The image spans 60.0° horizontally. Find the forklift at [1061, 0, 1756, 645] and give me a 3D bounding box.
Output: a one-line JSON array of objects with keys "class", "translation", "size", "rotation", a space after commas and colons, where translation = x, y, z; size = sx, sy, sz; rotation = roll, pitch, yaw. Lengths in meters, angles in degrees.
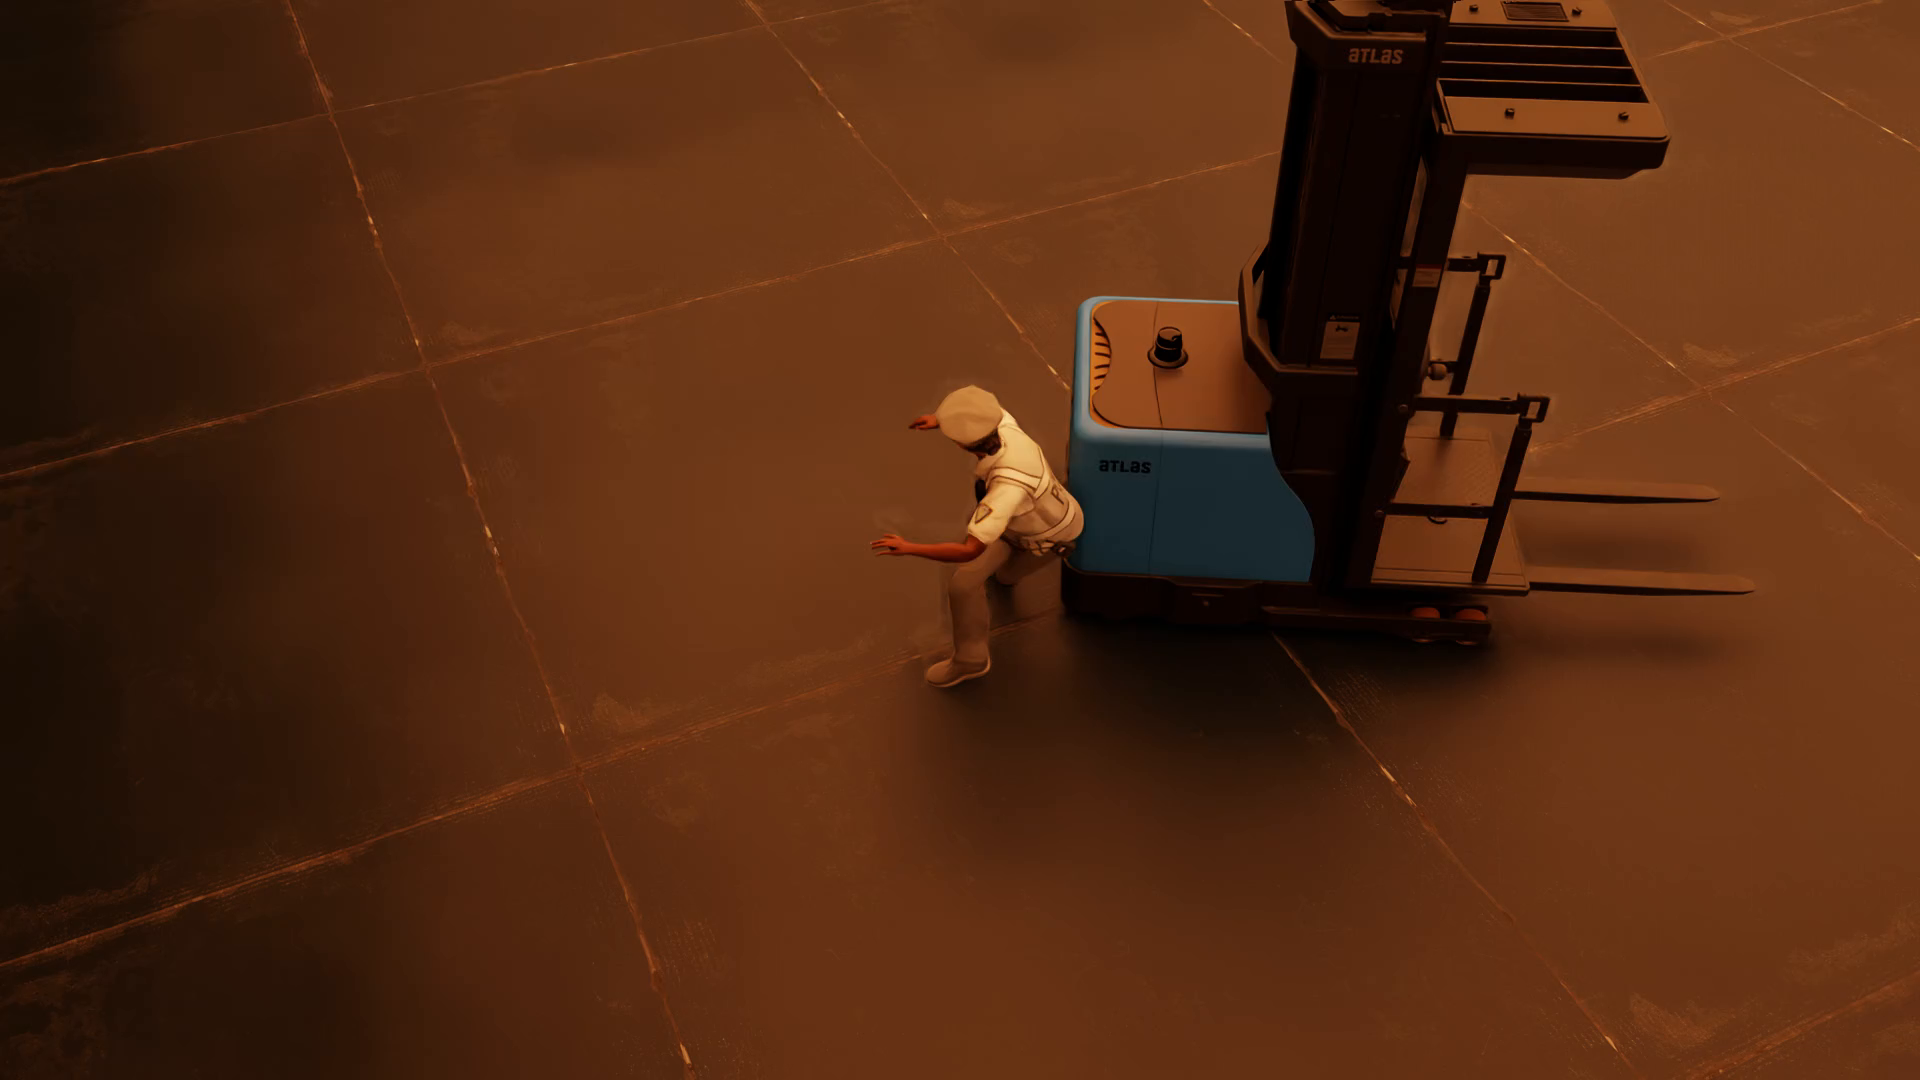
[{"class": "forklift", "translation": [1.992, -0.987, 6.738], "size": [3.031, 2.935, 1.130], "rotation": [3, 43, 3]}]

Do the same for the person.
[{"class": "person", "translation": [-0.007, -0.072, 6.867], "size": [0.972, 1.453, 0.886], "rotation": [-24, 48, -23]}]
